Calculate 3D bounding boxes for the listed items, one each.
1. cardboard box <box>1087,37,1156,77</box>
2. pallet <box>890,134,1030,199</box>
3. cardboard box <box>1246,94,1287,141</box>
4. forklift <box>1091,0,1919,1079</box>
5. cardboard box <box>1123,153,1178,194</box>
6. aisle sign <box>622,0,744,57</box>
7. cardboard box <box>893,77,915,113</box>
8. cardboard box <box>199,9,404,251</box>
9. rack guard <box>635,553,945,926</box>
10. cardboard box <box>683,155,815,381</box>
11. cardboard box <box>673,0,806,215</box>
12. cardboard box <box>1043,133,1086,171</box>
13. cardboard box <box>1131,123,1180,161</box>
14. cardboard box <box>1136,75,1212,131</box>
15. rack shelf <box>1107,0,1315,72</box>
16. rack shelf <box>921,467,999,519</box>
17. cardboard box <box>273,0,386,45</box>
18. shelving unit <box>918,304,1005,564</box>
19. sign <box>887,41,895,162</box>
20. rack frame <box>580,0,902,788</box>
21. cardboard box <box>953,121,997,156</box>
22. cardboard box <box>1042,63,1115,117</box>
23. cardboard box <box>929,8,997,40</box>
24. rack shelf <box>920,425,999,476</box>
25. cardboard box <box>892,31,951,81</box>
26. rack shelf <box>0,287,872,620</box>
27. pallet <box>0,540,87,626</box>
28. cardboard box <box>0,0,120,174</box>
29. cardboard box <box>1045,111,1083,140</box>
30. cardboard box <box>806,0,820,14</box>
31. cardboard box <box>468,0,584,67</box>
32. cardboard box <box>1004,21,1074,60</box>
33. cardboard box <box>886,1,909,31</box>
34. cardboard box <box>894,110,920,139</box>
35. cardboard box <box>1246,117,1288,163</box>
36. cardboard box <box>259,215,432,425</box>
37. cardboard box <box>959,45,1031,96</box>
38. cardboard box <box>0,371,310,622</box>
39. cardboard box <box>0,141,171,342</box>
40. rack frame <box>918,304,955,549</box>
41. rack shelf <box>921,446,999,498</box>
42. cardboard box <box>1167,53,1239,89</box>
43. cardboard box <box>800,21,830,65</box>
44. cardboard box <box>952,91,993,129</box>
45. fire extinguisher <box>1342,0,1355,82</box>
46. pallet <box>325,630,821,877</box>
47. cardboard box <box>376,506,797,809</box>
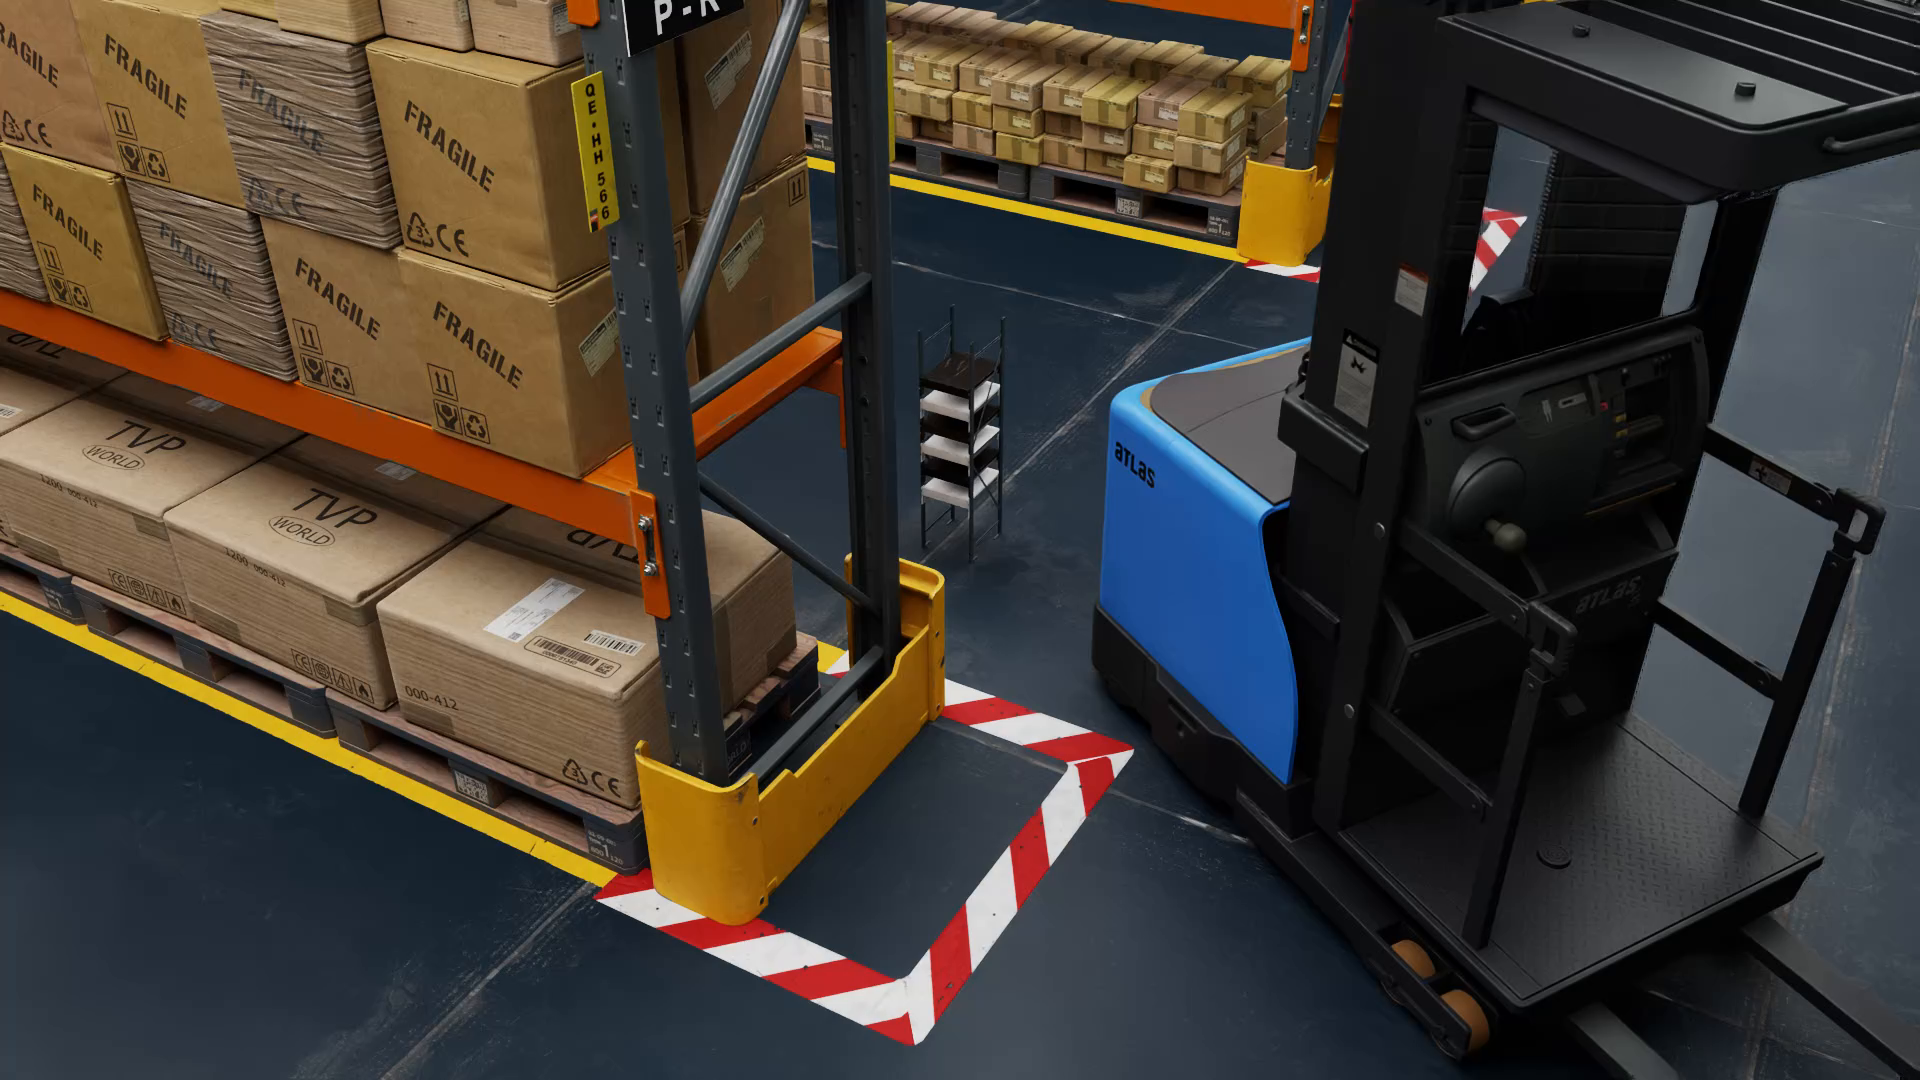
[{"bbox_3d":[0.887,-2.624,9.141,0.250,0.149,0.380,16,37,22],"label":"cardboard box"},{"bbox_3d":[0.075,-2.340,9.574,1.213,0.211,1.003,18,37,24],"label":"pallet"},{"bbox_3d":[1.556,-2.283,8.897,0.250,0.149,0.380,19,38,26],"label":"cardboard box"},{"bbox_3d":[1.578,-0.186,3.885,1.130,2.935,3.031,-17,37,-23],"label":"forklift"},{"bbox_3d":[1.050,-1.958,8.678,0.250,0.149,0.380,19,38,26],"label":"cardboard box"},{"bbox_3d":[-0.576,-1.407,3.311,0.004,0.787,0.394,18,37,24],"label":"aisle sign"},{"bbox_3d":[-0.292,-2.524,9.258,0.250,0.149,0.380,17,37,24],"label":"cardboard box"},{"bbox_3d":[-1.490,-1.099,4.202,0.500,0.500,0.500,18,38,25],"label":"cardboard box"},{"bbox_3d":[-0.464,0.553,4.968,0.348,0.500,1.175,18,37,24],"label":"rack guard"},{"bbox_3d":[-0.759,-0.806,4.663,0.500,0.500,0.500,17,37,24],"label":"cardboard box"},{"bbox_3d":[-0.760,-1.221,4.385,0.500,0.500,0.500,17,37,23],"label":"cardboard box"},{"bbox_3d":[0.642,-2.134,8.942,0.250,0.149,0.380,18,38,25],"label":"cardboard box"},{"bbox_3d":[1.083,-2.121,8.654,0.250,0.149,0.380,17,37,23],"label":"cardboard box"},{"bbox_3d":[1.109,-2.260,8.594,0.250,0.149,0.380,18,38,25],"label":"cardboard box"},{"bbox_3d":[0.147,-3.154,8.930,4.000,0.370,1.077,18,37,24],"label":"rack shelf"},{"bbox_3d":[0.007,-0.195,6.115,0.200,0.077,0.258,18,37,24],"label":"rack shelf"},{"bbox_3d":[-1.394,-1.313,3.937,0.250,0.149,0.380,17,37,24],"label":"cardboard box"},{"bbox_3d":[0.007,-0.372,5.997,0.210,0.900,0.258,18,37,24],"label":"shelving unit"},{"bbox_3d":[-0.204,-1.153,4.422,0.005,0.325,0.100,18,37,24],"label":"sign"},{"bbox_3d":[-0.485,-0.494,4.285,0.127,3.000,1.000,18,37,24],"label":"rack frame"},{"bbox_3d":[0.162,-2.259,9.129,0.250,0.149,0.380,18,38,25],"label":"cardboard box"},{"bbox_3d":[0.627,-2.372,8.762,0.250,0.149,0.380,16,37,23],"label":"cardboard box"},{"bbox_3d":[0.018,-2.944,9.621,0.250,0.149,0.380,16,37,23],"label":"cardboard box"},{"bbox_3d":[0.007,-0.345,6.016,0.200,0.077,0.258,18,37,24],"label":"rack shelf"},{"bbox_3d":[-0.244,-2.690,9.239,0.250,0.149,0.380,16,37,22],"label":"cardboard box"},{"bbox_3d":[-2.221,-0.744,5.311,4.000,0.370,1.077,18,37,24],"label":"rack shelf"},{"bbox_3d":[-3.336,-0.186,6.340,1.213,0.211,1.003,18,37,24],"label":"pallet"},{"bbox_3d":[-2.353,-1.376,4.618,0.500,0.500,0.500,17,37,24],"label":"cardboard box"},{"bbox_3d":[0.649,-2.289,8.906,0.250,0.149,0.380,17,37,24],"label":"cardboard box"},{"bbox_3d":[-0.910,-3.216,10.029,0.250,0.149,0.380,18,38,25],"label":"cardboard box"},{"bbox_3d":[-0.896,-1.224,3.804,0.250,0.149,0.380,18,38,25],"label":"cardboard box"},{"bbox_3d":[0.445,-2.799,9.404,0.250,0.149,0.380,18,38,25],"label":"cardboard box"},{"bbox_3d":[-0.503,-3.042,9.768,0.250,0.149,0.380,19,38,26],"label":"cardboard box"},{"bbox_3d":[-0.286,-2.400,9.341,0.250,0.149,0.380,17,37,23],"label":"cardboard box"},{"bbox_3d":[1.588,-2.190,9.026,0.250,0.149,0.380,18,38,25],"label":"cardboard box"},{"bbox_3d":[-1.463,-0.686,4.484,0.500,0.500,0.500,17,37,23],"label":"cardboard box"},{"bbox_3d":[0.193,-2.545,9.021,0.250,0.149,0.380,16,37,23],"label":"cardboard box"},{"bbox_3d":[-2.688,-0.232,5.825,0.875,0.438,0.875,16,37,23],"label":"cardboard box"},{"bbox_3d":[-2.369,-0.959,4.893,0.500,0.500,0.500,19,38,26],"label":"cardboard box"},{"bbox_3d":[-0.081,-0.400,6.039,0.006,0.900,0.240,18,37,24],"label":"rack frame"},{"bbox_3d":[0.007,-0.270,6.066,0.200,0.077,0.258,18,37,24],"label":"rack shelf"},{"bbox_3d":[1.298,-2.465,8.902,0.250,0.149,0.380,18,38,25],"label":"cardboard box"},{"bbox_3d":[-0.702,-2.834,9.456,0.250,0.149,0.380,17,37,23],"label":"cardboard box"},{"bbox_3d":[0.162,-2.381,9.044,0.250,0.149,0.380,20,38,27],"label":"cardboard box"},{"bbox_3d":[1.873,-2.425,7.591,0.183,0.674,0.296,18,37,24],"label":"fire extinguisher"},{"bbox_3d":[-1.218,0.485,5.332,1.213,0.211,1.003,18,37,24],"label":"pallet"},{"bbox_3d":[-1.107,0.264,5.079,0.875,0.438,0.875,16,37,23],"label":"cardboard box"}]
